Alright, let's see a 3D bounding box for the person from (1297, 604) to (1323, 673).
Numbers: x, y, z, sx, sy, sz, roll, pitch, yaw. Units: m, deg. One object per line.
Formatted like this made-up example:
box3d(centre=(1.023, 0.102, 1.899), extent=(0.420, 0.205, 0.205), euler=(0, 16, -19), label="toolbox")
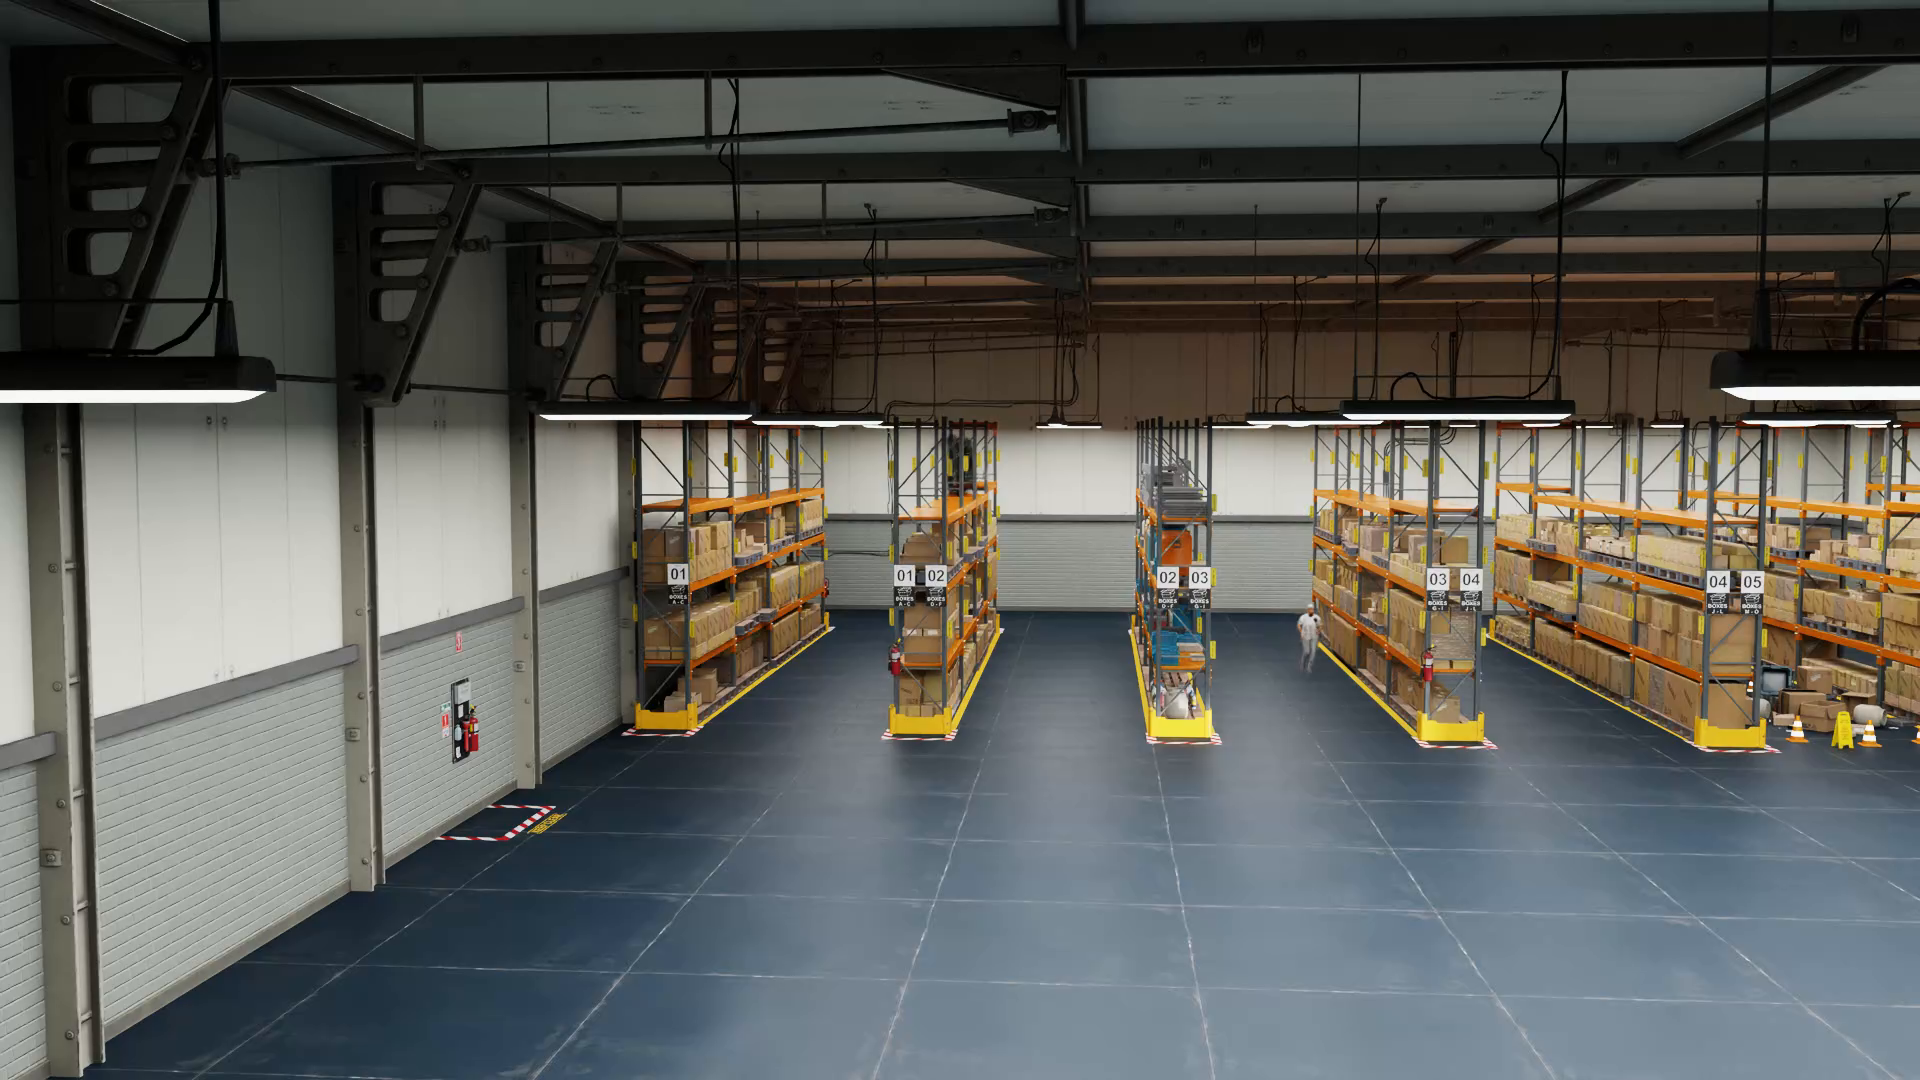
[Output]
box3d(centre=(8.295, 2.336, 39.314), extent=(0.581, 1.633, 0.584), euler=(0, 4, 4), label="person")
